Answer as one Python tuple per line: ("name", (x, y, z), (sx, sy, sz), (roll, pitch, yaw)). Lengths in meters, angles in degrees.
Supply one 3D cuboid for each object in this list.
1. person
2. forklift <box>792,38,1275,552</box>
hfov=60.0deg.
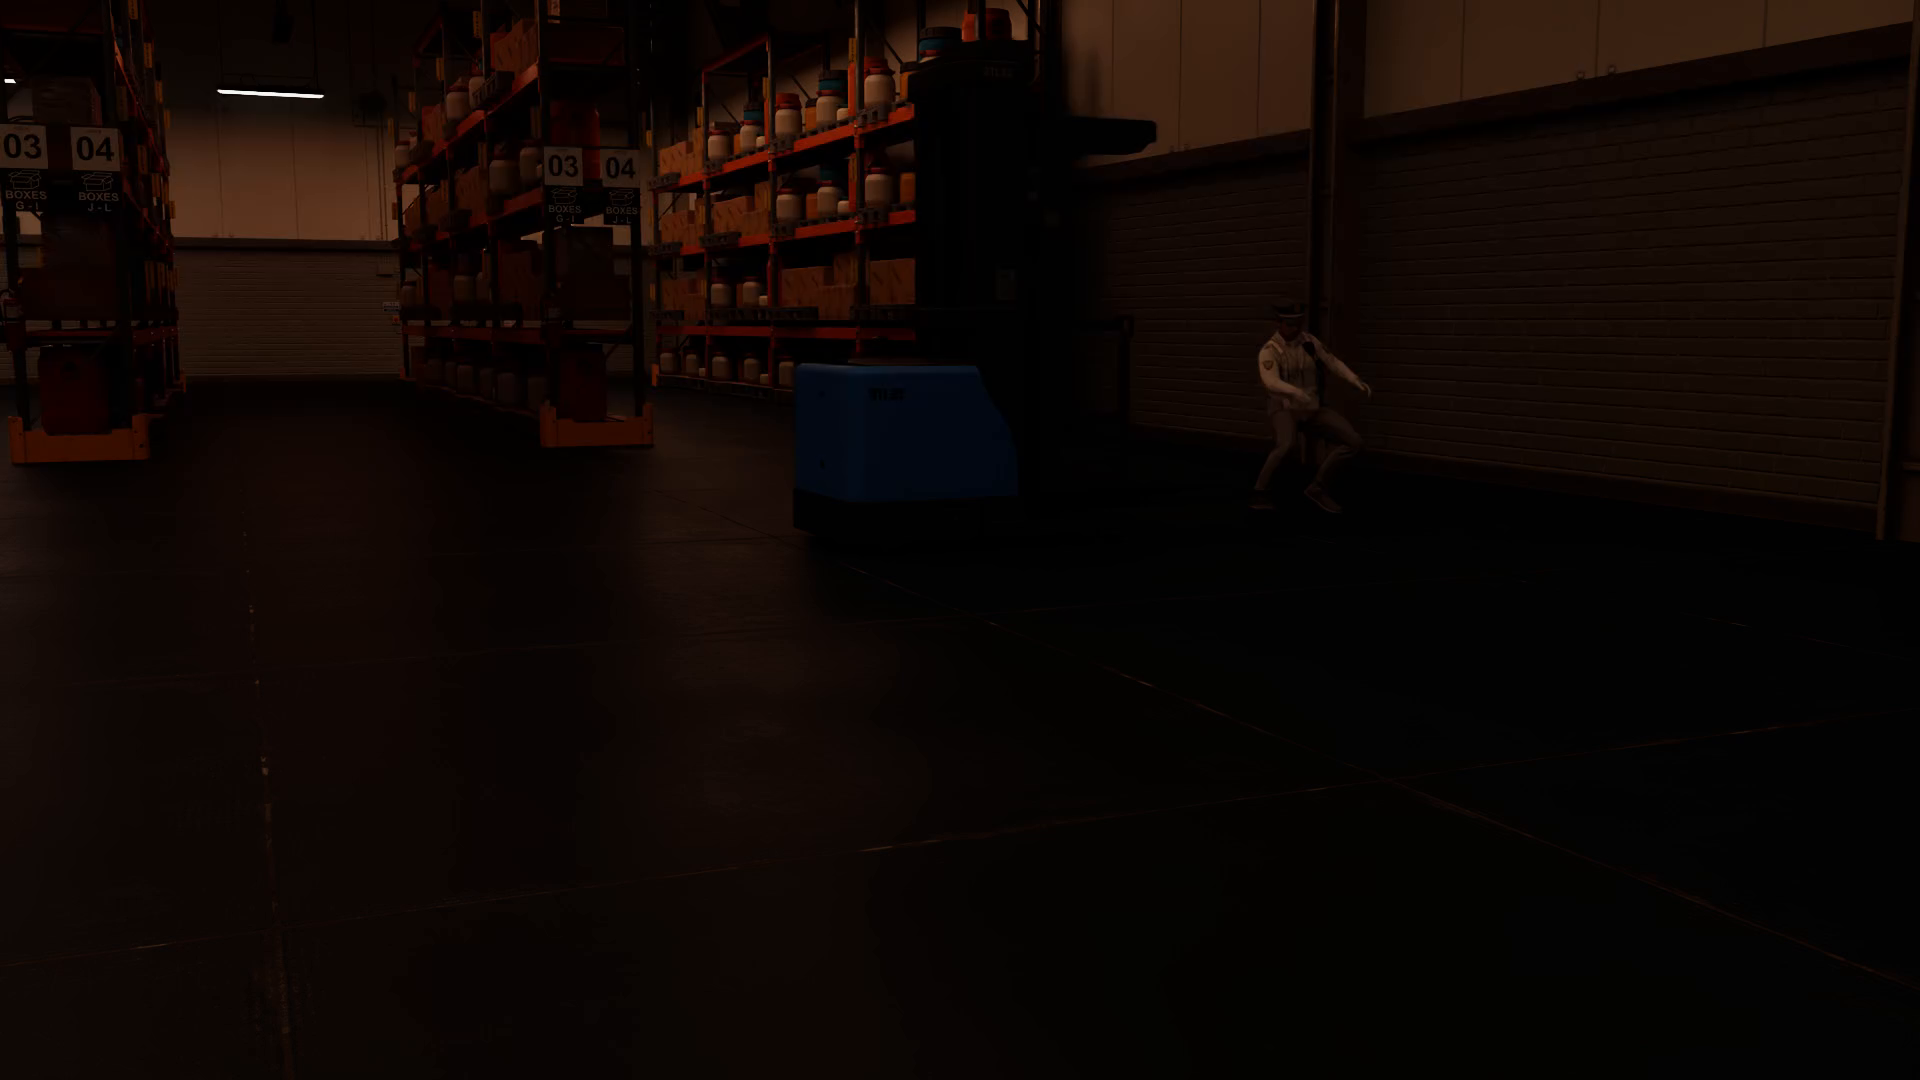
("person", (2.272, -0.871, 10.907), (0.799, 1.426, 0.716), (-3, 8, -21))
("forklift", (0.531, -1.493, 10.267), (3.031, 2.935, 1.130), (-4, 8, -25))
